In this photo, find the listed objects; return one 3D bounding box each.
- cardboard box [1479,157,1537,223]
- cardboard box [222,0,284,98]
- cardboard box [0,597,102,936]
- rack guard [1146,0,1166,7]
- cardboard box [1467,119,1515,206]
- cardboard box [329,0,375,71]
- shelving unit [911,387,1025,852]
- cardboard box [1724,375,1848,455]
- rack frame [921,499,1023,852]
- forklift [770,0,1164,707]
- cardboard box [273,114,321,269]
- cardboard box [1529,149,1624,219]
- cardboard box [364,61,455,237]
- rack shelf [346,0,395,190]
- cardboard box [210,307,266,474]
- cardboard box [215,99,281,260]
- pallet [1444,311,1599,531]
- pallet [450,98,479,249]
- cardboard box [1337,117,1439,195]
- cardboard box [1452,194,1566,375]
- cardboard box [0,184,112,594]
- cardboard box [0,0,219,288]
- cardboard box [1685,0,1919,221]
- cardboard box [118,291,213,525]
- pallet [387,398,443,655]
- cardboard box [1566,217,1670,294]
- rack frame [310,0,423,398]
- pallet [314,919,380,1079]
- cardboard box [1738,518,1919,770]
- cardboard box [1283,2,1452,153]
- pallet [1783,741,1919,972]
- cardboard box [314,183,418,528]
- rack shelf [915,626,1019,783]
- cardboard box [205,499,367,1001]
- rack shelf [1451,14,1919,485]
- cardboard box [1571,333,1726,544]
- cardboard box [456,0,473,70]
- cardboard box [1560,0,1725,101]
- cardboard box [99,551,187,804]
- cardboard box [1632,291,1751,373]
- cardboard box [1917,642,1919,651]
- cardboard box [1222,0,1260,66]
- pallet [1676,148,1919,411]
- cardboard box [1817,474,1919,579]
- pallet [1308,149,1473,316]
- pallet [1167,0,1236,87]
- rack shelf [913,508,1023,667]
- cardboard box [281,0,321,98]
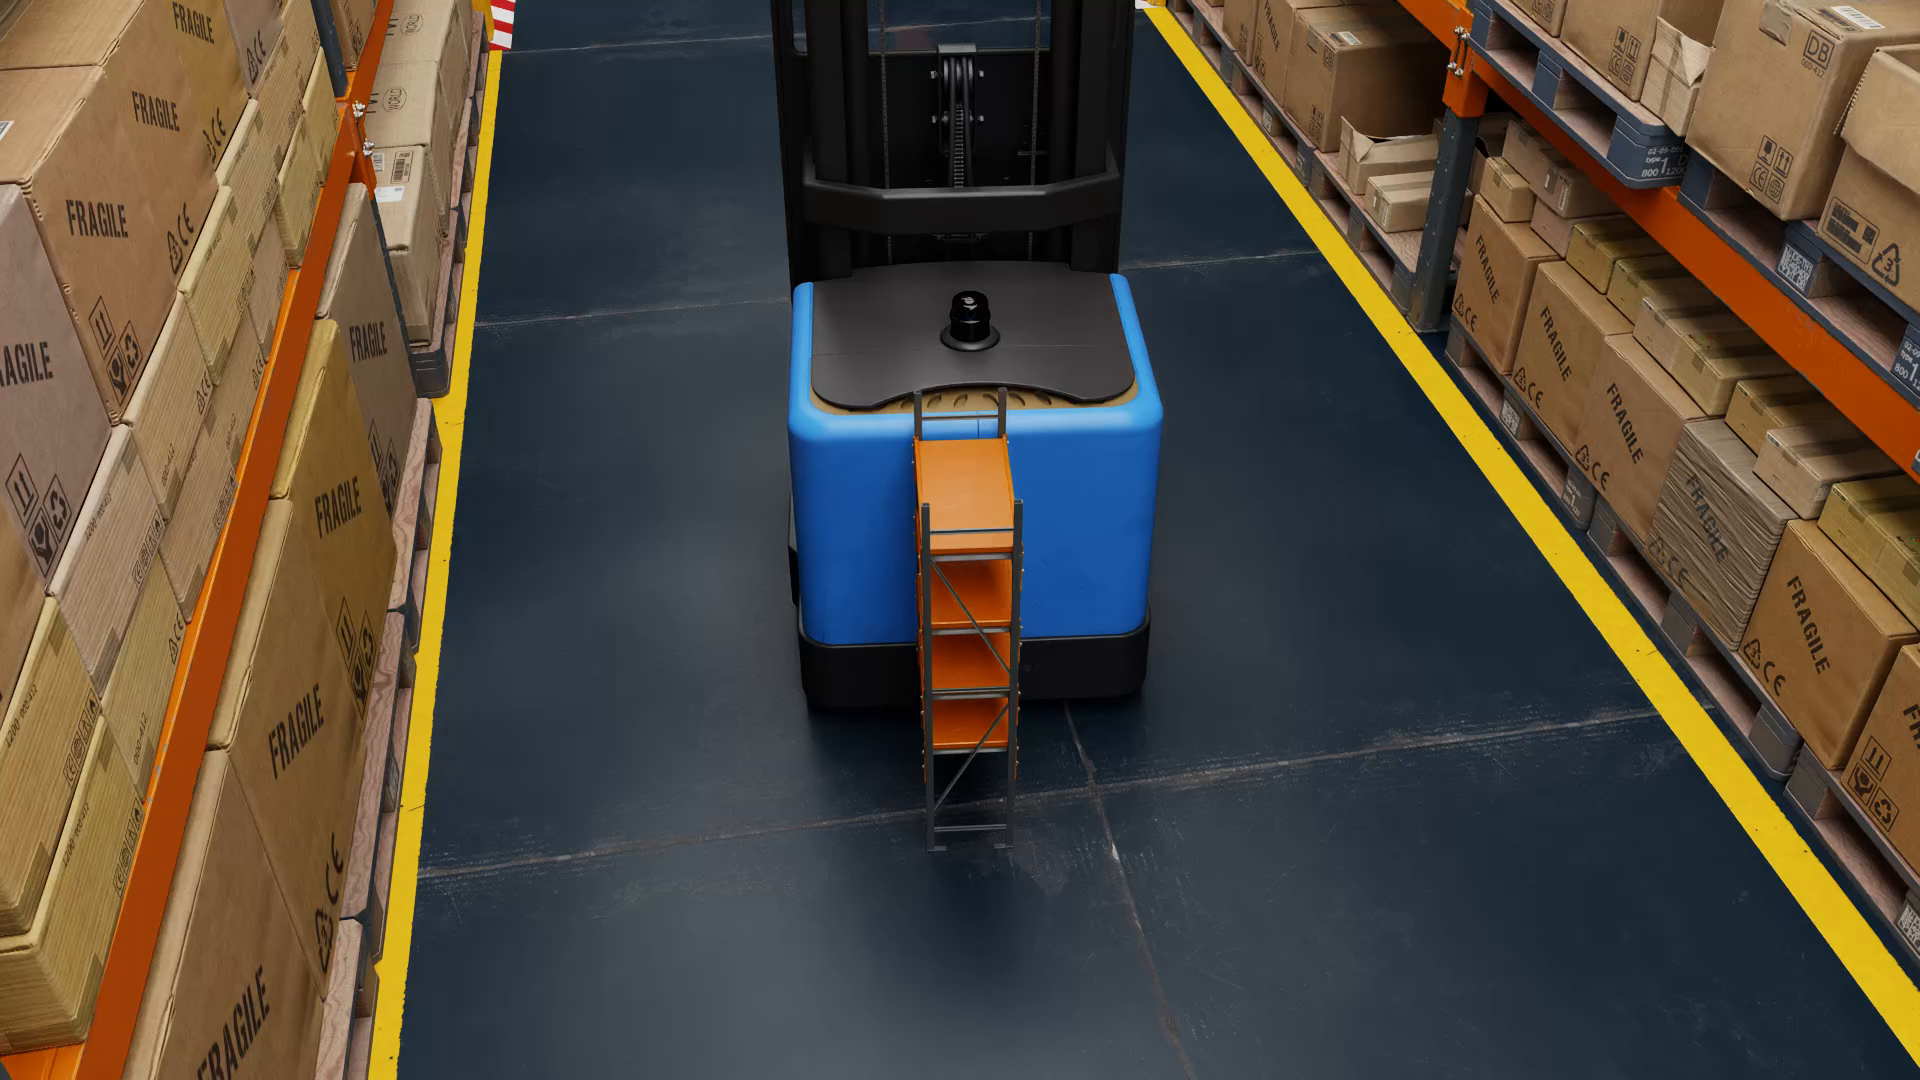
[{"bbox_3d":[2.161,-1.306,6.153,0.380,0.149,0.250,-5,38,-6],"label":"cardboard box"},{"bbox_3d":[-2.103,-1.460,4.288,0.500,0.500,0.500,-6,38,-7],"label":"cardboard box"},{"bbox_3d":[-1.671,0.365,2.550,0.500,0.250,0.500,-6,38,-8],"label":"cardboard box"},{"bbox_3d":[1.672,-3.500,9.847,1.175,0.500,0.348,-6,38,-8],"label":"rack guard"},{"bbox_3d":[2.477,-1.645,7.272,0.500,0.311,0.500,-5,38,-6],"label":"cardboard box"},{"bbox_3d":[-2.351,-1.932,5.710,0.500,0.500,0.500,-5,38,-6],"label":"cardboard box"},{"bbox_3d":[0.014,0.237,4.466,0.258,1.200,0.503,-2,38,-3],"label":"shelving unit"},{"bbox_3d":[2.527,-0.364,4.940,0.380,0.149,0.250,-6,38,-8],"label":"cardboard box"},{"bbox_3d":[0.028,0.387,4.274,0.240,1.200,0.015,-2,38,-3],"label":"rack frame"},{"bbox_3d":[-0.035,-1.540,5.343,1.130,2.935,3.031,-2,38,-3],"label":"forklift"},{"bbox_3d":[-2.111,-0.970,4.675,0.500,0.250,0.500,-7,38,-9],"label":"cardboard box"},{"bbox_3d":[2.253,-1.272,5.866,0.380,0.149,0.250,-8,39,-10],"label":"cardboard box"},{"bbox_3d":[-2.688,-1.666,7.195,0.875,0.438,0.875,-7,38,-9],"label":"cardboard box"},{"bbox_3d":[-2.877,-2.504,7.115,1.077,0.370,4.000,-6,38,-8],"label":"rack shelf"},{"bbox_3d":[-1.947,-0.351,3.879,0.500,0.250,0.500,-6,38,-8],"label":"cardboard box"},{"bbox_3d":[-2.018,-0.865,4.133,0.500,0.250,0.500,-5,38,-7],"label":"cardboard box"},{"bbox_3d":[2.539,-0.528,6.258,1.003,0.211,1.213,-6,38,-8],"label":"pallet"},{"bbox_3d":[-2.800,-1.685,7.747,1.003,0.211,1.213,-6,38,-8],"label":"pallet"},{"bbox_3d":[1.910,-1.723,7.409,0.396,0.266,0.258,-5,38,-6],"label":"cardboard box"},{"bbox_3d":[2.223,-0.979,6.260,0.500,0.500,0.500,-5,38,-6],"label":"cardboard box"},{"bbox_3d":[-1.767,-0.222,2.694,0.500,0.500,0.500,-6,38,-8],"label":"cardboard box"},{"bbox_3d":[-1.928,-0.841,3.491,0.500,0.500,0.500,-6,38,-7],"label":"cardboard box"},{"bbox_3d":[2.453,-1.219,4.450,0.700,0.500,0.500,-6,38,-8],"label":"cardboard box"},{"bbox_3d":[-1.836,-0.250,3.341,0.500,0.250,0.500,-6,38,-8],"label":"cardboard box"},{"bbox_3d":[-2.317,-0.021,5.605,1.003,0.211,1.213,-6,38,-8],"label":"pallet"},{"bbox_3d":[2.342,-0.993,5.750,0.380,0.149,0.250,-8,39,-10],"label":"cardboard box"},{"bbox_3d":[-2.526,-1.580,5.339,1.000,3.000,0.127,-6,38,-8],"label":"rack frame"},{"bbox_3d":[-1.889,1.452,3.708,1.003,0.211,1.213,-6,38,-8],"label":"pallet"},{"bbox_3d":[2.603,0.269,4.654,0.500,0.500,0.500,-5,38,-6],"label":"cardboard box"},{"bbox_3d":[1.966,-2.184,7.812,0.700,0.500,0.500,-8,38,-10],"label":"cardboard box"},{"bbox_3d":[2.967,0.946,4.361,1.003,0.211,1.213,-6,38,-8],"label":"pallet"},{"bbox_3d":[-2.339,-0.541,5.391,0.875,0.875,0.875,-5,38,-7],"label":"cardboard box"},{"bbox_3d":[0.014,0.447,4.629,0.258,0.148,0.480,-2,38,-3],"label":"rack shelf"},{"bbox_3d":[-2.017,0.543,3.995,0.875,0.875,0.875,-6,38,-7],"label":"cardboard box"},{"bbox_3d":[2.710,-0.624,4.695,1.077,0.370,4.000,-6,38,-8],"label":"rack shelf"},{"bbox_3d":[2.409,-0.356,5.459,0.500,0.500,0.500,-7,38,-9],"label":"cardboard box"},{"bbox_3d":[-3.014,-2.763,8.607,0.875,0.438,0.875,-7,38,-9],"label":"cardboard box"},{"bbox_3d":[2.315,-1.693,5.060,0.700,0.500,0.500,-6,38,-7],"label":"cardboard box"},{"bbox_3d":[-1.771,0.264,3.088,0.500,0.250,0.500,-7,38,-9],"label":"cardboard box"},{"bbox_3d":[2.410,-0.674,5.339,0.380,0.149,0.250,-6,38,-8],"label":"cardboard box"},{"bbox_3d":[2.644,0.268,4.126,0.380,0.149,0.250,-7,38,-9],"label":"cardboard box"},{"bbox_3d":[1.784,-2.811,8.619,0.700,0.500,0.500,-5,38,-6],"label":"cardboard box"},{"bbox_3d":[2.715,-0.799,4.490,1.003,0.211,1.213,-6,38,-8],"label":"pallet"},{"bbox_3d":[2.598,-0.047,4.532,0.380,0.149,0.250,-7,38,-9],"label":"cardboard box"},{"bbox_3d":[2.240,-1.430,7.419,1.003,0.211,1.213,-6,38,-8],"label":"pallet"},{"bbox_3d":[1.812,-2.904,9.316,1.003,0.211,1.213,-6,38,-8],"label":"pallet"},{"bbox_3d":[0.014,0.114,4.370,0.258,0.148,0.480,-2,38,-3],"label":"rack shelf"},{"bbox_3d":[-2.210,-1.478,4.923,0.500,0.250,0.500,-6,38,-8],"label":"cardboard box"}]
